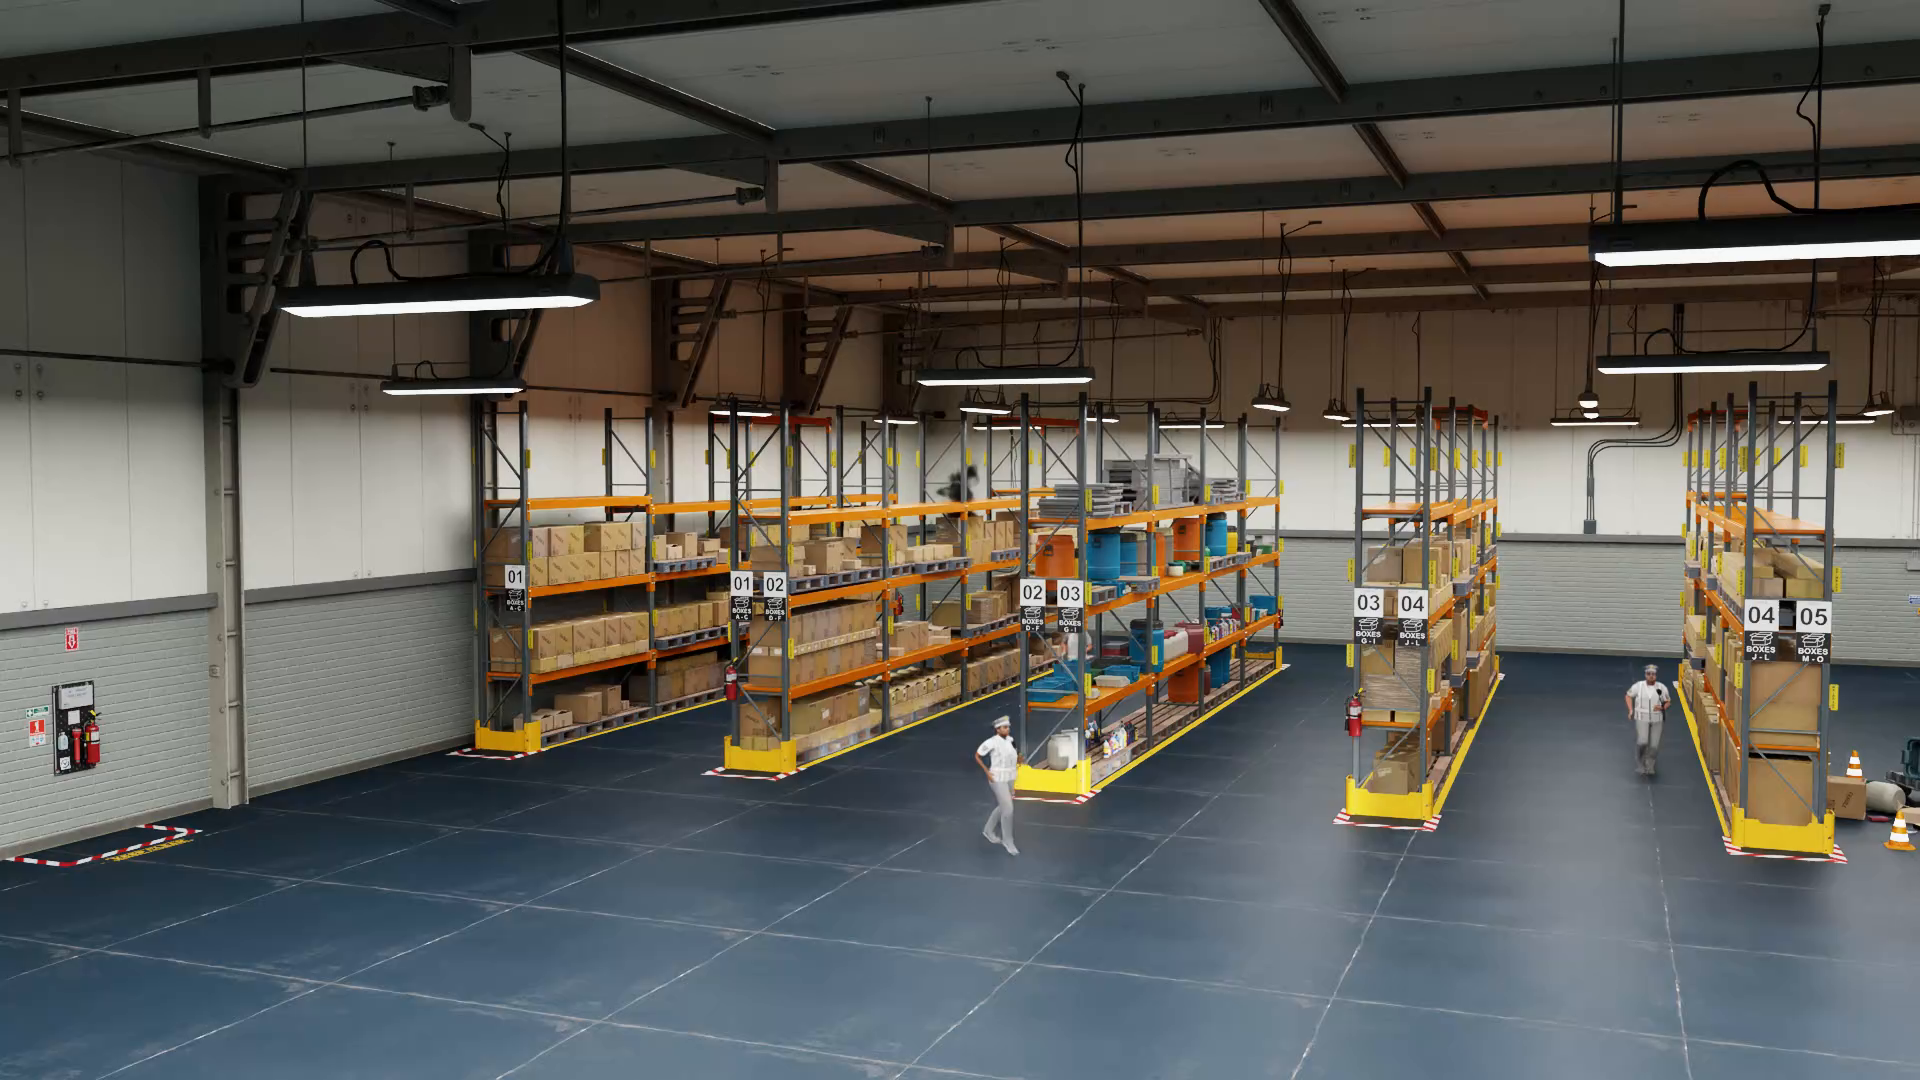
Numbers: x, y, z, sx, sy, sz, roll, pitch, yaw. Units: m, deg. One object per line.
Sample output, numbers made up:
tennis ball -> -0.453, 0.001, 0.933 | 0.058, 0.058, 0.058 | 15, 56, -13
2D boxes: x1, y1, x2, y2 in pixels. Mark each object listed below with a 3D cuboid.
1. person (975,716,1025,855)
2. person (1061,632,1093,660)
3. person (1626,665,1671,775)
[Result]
person -> 0.535, 3.114, 21.288 | 0.725, 1.754, 0.558 | 3, 4, 42
person -> 2.399, 2.464, 34.267 | 0.653, 1.742, 0.587 | 0, 3, 9
person -> 10.872, 2.843, 26.235 | 0.642, 1.761, 0.658 | 1, 3, 15
